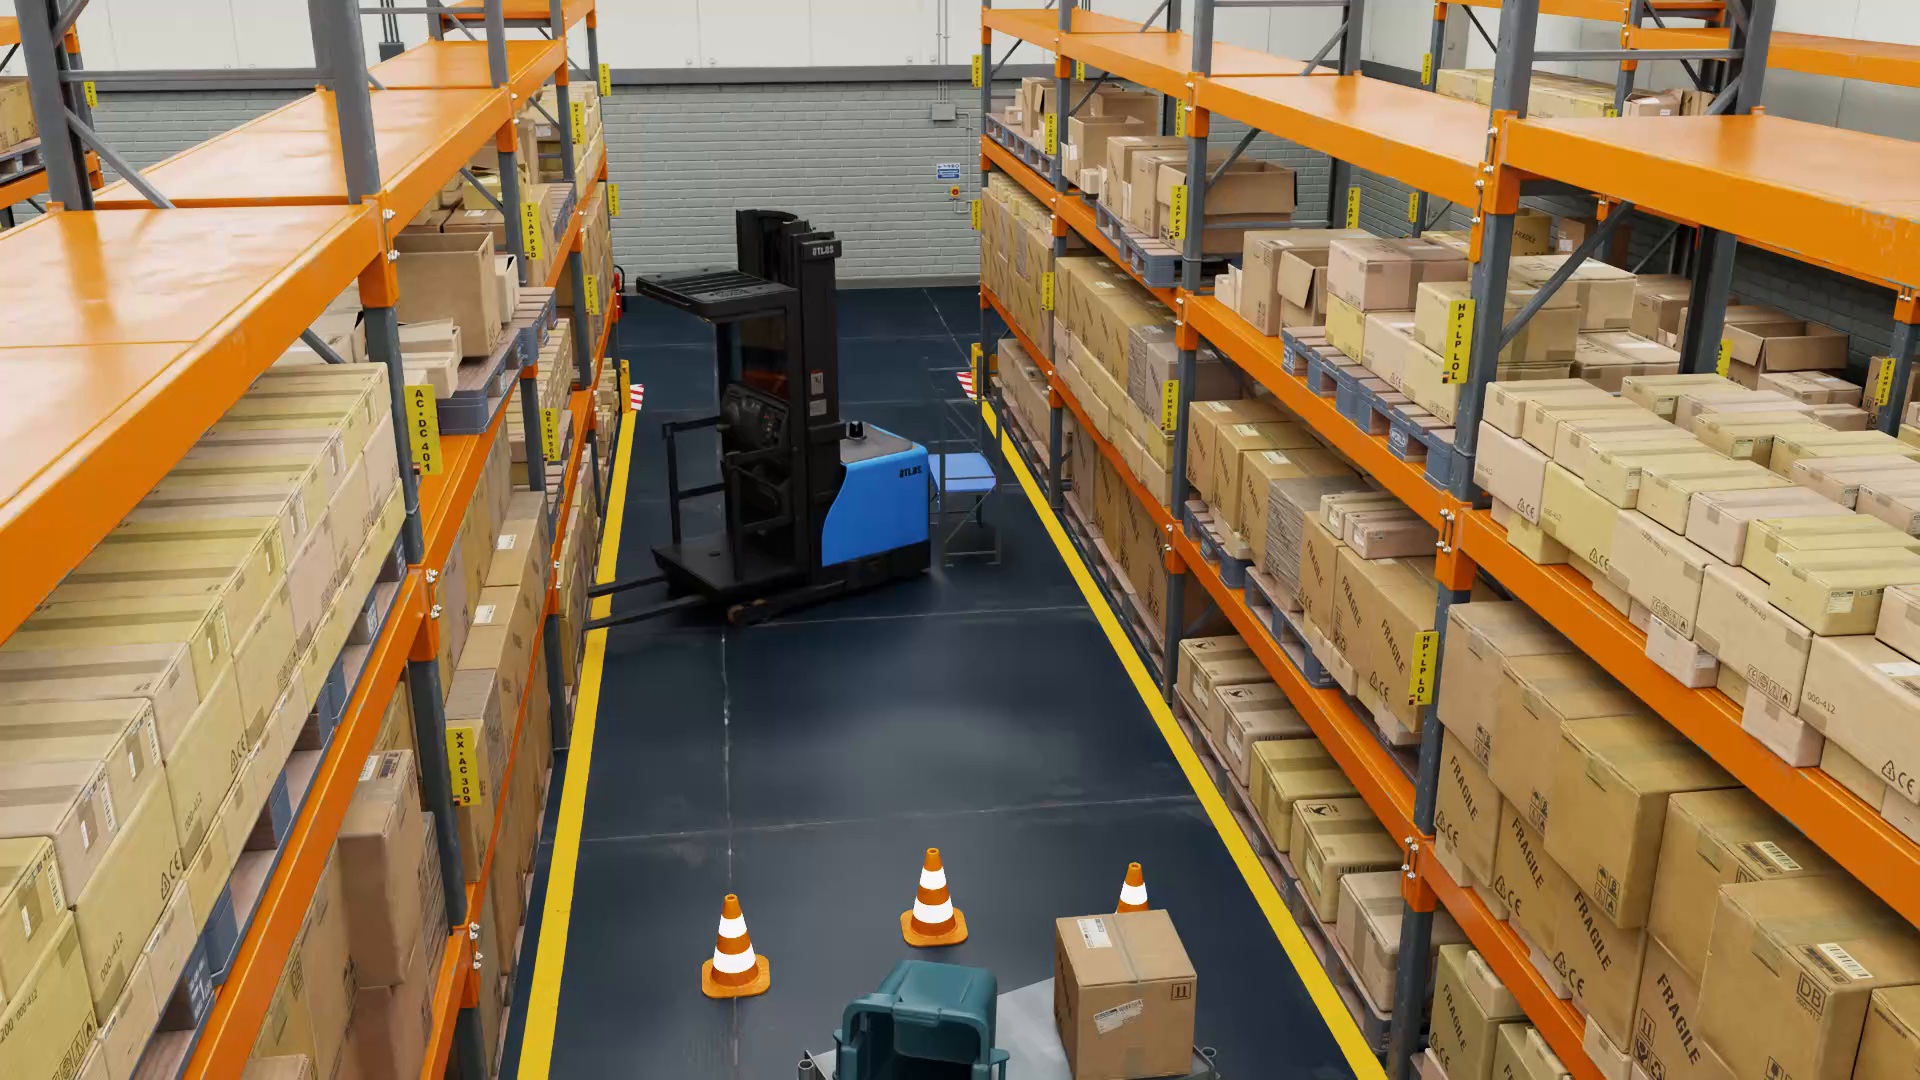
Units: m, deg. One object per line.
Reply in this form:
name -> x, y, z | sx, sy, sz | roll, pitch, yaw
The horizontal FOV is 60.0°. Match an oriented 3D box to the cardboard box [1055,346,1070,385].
cardboard box -> 1.107, -1.490, 14.132 | 0.500, 0.250, 0.500 | -3, 21, -9

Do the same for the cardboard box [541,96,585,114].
cardboard box -> -3.617, -3.948, 15.142 | 0.380, 0.149, 0.250 | -3, 21, -9

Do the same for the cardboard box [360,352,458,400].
cardboard box -> -2.370, -0.701, 7.134 | 0.380, 0.149, 0.250 | -3, 21, -8

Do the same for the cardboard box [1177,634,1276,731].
cardboard box -> 1.953, 0.890, 10.703 | 0.950, 0.372, 0.625 | -4, 21, -11

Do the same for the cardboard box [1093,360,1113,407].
cardboard box -> 1.313, -1.193, 12.623 | 0.500, 0.250, 0.500 | -4, 21, -9

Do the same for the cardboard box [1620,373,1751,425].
cardboard box -> 2.720, -0.518, 6.249 | 0.380, 0.149, 0.250 | -2, 21, -7

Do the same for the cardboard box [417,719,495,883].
cardboard box -> -2.235, 1.086, 6.878 | 0.500, 0.500, 0.500 | -3, 21, -7

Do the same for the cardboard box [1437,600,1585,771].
cardboard box -> 2.307, 0.553, 6.452 | 0.700, 0.500, 0.500 | -3, 21, -8

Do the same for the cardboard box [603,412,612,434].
cardboard box -> -3.547, -1.116, 15.966 | 0.380, 0.149, 0.250 | -3, 21, -7

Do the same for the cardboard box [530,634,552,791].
cardboard box -> -3.004, 1.016, 9.823 | 1.050, 0.750, 0.750 | -3, 21, -8

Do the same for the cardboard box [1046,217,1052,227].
cardboard box -> 0.989, -2.819, 14.977 | 0.380, 0.149, 0.250 | -3, 21, -8

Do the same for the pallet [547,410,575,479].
pallet -> -3.328, -0.650, 11.942 | 1.003, 0.211, 1.213 | -3, 21, -8

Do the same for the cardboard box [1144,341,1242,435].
cardboard box -> 1.548, -1.022, 11.093 | 0.500, 0.500, 0.500 | -3, 21, -9

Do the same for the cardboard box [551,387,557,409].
cardboard box -> -3.103, -0.991, 11.916 | 0.380, 0.149, 0.250 | -2, 21, -6

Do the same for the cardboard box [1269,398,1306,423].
cardboard box -> 2.222, -0.580, 10.314 | 0.500, 0.500, 0.500 | -4, 21, -9

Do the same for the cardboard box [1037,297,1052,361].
cardboard box -> 0.985, -1.920, 14.927 | 0.500, 0.500, 0.500 | -3, 21, -7

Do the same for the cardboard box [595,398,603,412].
cardboard box -> -3.624, -1.253, 15.908 | 0.380, 0.149, 0.250 | -3, 21, -7

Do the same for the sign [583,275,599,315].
sign -> -3.030, -2.013, 13.663 | 0.100, 0.325, 0.005 | -3, 21, -8

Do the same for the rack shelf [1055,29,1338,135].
rack shelf -> 1.593, -3.319, 11.842 | 1.077, 0.370, 4.000 | -3, 21, -8

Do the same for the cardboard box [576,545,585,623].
cardboard box -> -3.006, 0.309, 12.074 | 0.500, 0.500, 0.500 | -3, 21, -9

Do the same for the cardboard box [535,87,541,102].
cardboard box -> -4.315, -4.369, 16.270 | 0.380, 0.149, 0.250 | -2, 21, -6

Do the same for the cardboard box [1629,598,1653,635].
cardboard box -> 2.412, 0.232, 5.379 | 0.380, 0.149, 0.250 | -4, 21, -9

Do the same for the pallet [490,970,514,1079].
pallet -> -2.612, 2.372, 7.564 | 1.003, 0.211, 1.213 | -3, 21, -8

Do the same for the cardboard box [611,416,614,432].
cardboard box -> -3.636, -1.166, 16.524 | 0.380, 0.149, 0.250 | -4, 21, -10

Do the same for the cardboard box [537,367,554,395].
cardboard box -> -3.101, -1.125, 11.850 | 0.380, 0.149, 0.250 | -3, 21, -9

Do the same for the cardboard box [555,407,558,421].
cardboard box -> -3.096, -0.849, 11.962 | 0.380, 0.149, 0.250 | -4, 21, -10

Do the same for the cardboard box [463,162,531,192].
cardboard box -> -2.938, -2.286, 10.524 | 0.396, 0.266, 0.258 | -3, 21, -8

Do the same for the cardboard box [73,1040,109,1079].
cardboard box -> -1.619, 0.960, 2.689 | 0.380, 0.149, 0.250 | -3, 21, -7

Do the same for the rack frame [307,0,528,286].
rack frame -> -3.002, -2.866, 9.030 | 1.000, 3.000, 0.127 | -3, 21, -8

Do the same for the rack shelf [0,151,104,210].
rack shelf -> -8.790, -2.986, 14.666 | 1.077, 0.370, 4.000 | -3, 21, -8

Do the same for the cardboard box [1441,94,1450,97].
cardboard box -> 5.433, -4.669, 17.932 | 0.500, 0.250, 0.500 | -3, 21, -8

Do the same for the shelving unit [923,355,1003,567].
shelving unit -> 0.012, -0.673, 13.875 | 0.538, 1.500, 1.048 | -3, 21, -8

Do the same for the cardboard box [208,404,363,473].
cardboard box -> -1.986, -0.291, 4.897 | 0.380, 0.149, 0.250 | -3, 21, -8

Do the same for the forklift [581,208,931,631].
forklift -> -1.724, -0.926, 12.505 | 3.031, 2.935, 1.130 | -15, 25, -34

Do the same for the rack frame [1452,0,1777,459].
rack frame -> 2.458, -1.766, 6.084 | 1.000, 3.000, 0.127 | -3, 21, -8

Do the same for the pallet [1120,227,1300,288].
pallet -> 1.736, -1.878, 10.939 | 1.213, 0.211, 1.003 | -2, 21, -5

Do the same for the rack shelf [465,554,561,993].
rack shelf -> -2.714, 0.973, 8.351 | 1.077, 0.370, 4.000 | -3, 21, -8

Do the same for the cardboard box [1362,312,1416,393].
cardboard box -> 2.162, -0.858, 7.553 | 0.500, 0.250, 0.500 | -3, 21, -7

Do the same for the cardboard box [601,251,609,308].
cardboard box -> -3.684, -2.516, 16.097 | 0.500, 0.500, 0.500 | -3, 21, -8

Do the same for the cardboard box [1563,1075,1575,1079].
cardboard box -> 2.352, 2.016, 5.863 | 0.380, 0.149, 0.250 | -2, 21, -5

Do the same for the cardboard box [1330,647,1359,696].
cardboard box -> 2.017, 0.621, 8.025 | 0.380, 0.149, 0.250 | -3, 21, -9

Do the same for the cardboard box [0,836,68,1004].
cardboard box -> -1.617, 0.591, 2.537 | 0.380, 0.149, 0.250 | -3, 21, -7

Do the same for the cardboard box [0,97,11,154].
cardboard box -> -8.682, -3.564, 14.298 | 0.700, 0.500, 0.500 | -2, 21, -5

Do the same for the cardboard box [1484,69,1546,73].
cardboard box -> 5.980, -4.931, 17.919 | 0.500, 0.250, 0.500 | -3, 21, -9

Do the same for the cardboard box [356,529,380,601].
cardboard box -> -1.982, 0.084, 5.032 | 0.380, 0.149, 0.250 | -3, 21, -7

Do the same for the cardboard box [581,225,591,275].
cardboard box -> -3.493, -2.443, 14.472 | 0.500, 0.500, 0.500 | -4, 21, -9

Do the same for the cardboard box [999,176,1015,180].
cardboard box -> 0.614, -3.706, 17.352 | 0.380, 0.149, 0.250 | -2, 21, -6

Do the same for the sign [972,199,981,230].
sign -> 0.178, -3.527, 18.023 | 0.100, 0.325, 0.005 | -3, 21, -8

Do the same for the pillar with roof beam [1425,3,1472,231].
pillar with roof beam -> 1.883, -6.934, 19.921 | 9.100, 9.000, 0.400 | -3, 21, -8

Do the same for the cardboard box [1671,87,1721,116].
cardboard box -> 6.328, -3.739, 14.252 | 0.396, 0.266, 0.258 | -3, 21, -9

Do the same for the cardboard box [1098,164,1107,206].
cardboard box -> 1.222, -2.614, 12.234 | 0.396, 0.266, 0.258 | -1, 21, -3

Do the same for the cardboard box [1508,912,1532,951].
cardboard box -> 2.342, 1.462, 6.373 | 0.380, 0.149, 0.250 | -3, 21, -8

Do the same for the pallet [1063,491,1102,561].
pallet -> 1.491, -0.156, 14.332 | 1.003, 0.211, 1.213 | -3, 21, -8

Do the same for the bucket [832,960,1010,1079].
bucket -> -0.125, 2.081, 6.863 | 0.726, 0.611, 0.620 | 4, 11, 11

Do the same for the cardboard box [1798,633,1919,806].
cardboard box -> 2.543, 0.438, 4.259 | 0.500, 0.250, 0.500 | -2, 21, -6

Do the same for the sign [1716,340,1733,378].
sign -> 2.994, -0.633, 6.598 | 0.100, 0.325, 0.005 | -3, 21, -8
